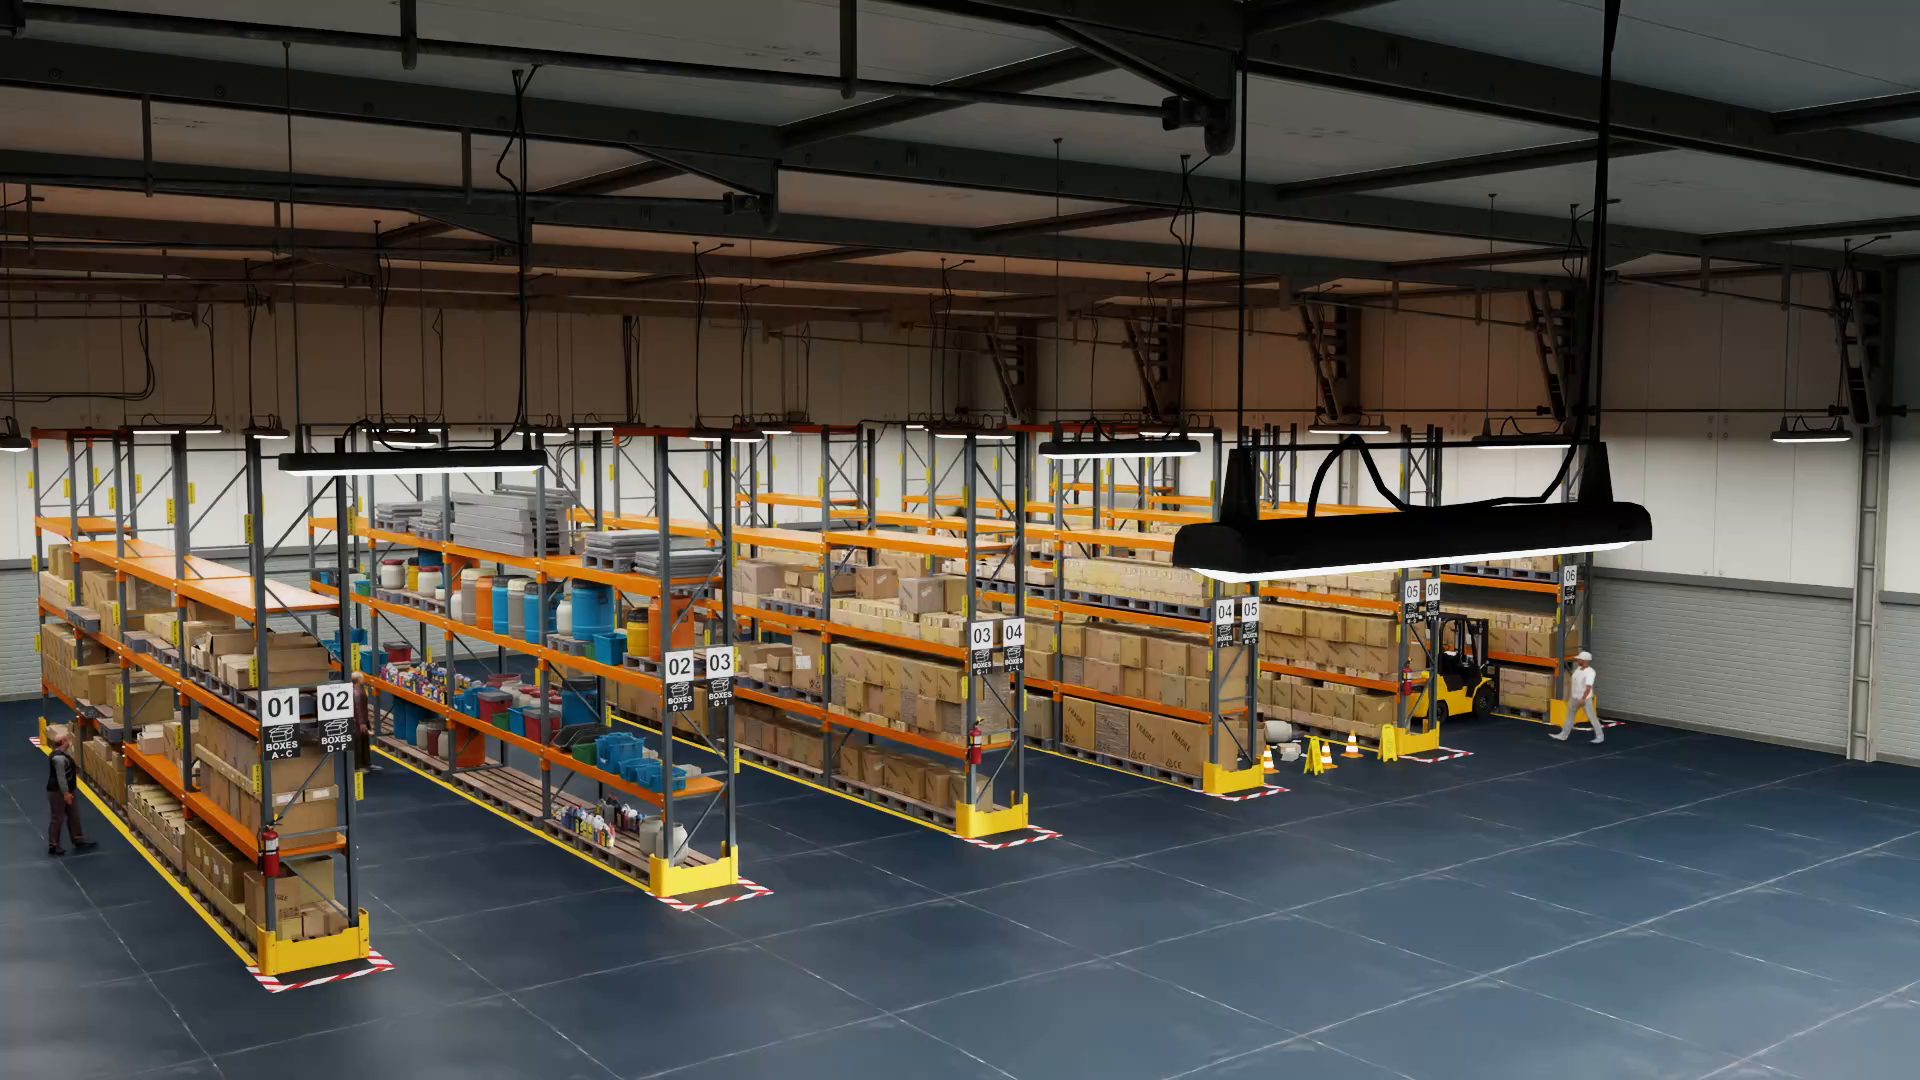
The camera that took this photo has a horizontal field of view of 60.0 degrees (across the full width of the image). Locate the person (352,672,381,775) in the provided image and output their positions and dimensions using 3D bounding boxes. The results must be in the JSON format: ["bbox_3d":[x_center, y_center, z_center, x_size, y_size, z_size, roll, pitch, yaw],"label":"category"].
[{"bbox_3d":[-10.401,3.177,28.948,0.500,1.784,0.641,-1,5,-7],"label":"person"}]

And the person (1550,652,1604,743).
[{"bbox_3d":[11.762,2.984,31.590,0.835,1.741,0.664,-1,5,-17],"label":"person"}]

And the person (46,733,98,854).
[{"bbox_3d":[-12.775,3.609,23.815,0.577,1.715,0.566,-1,5,-10],"label":"person"}]
